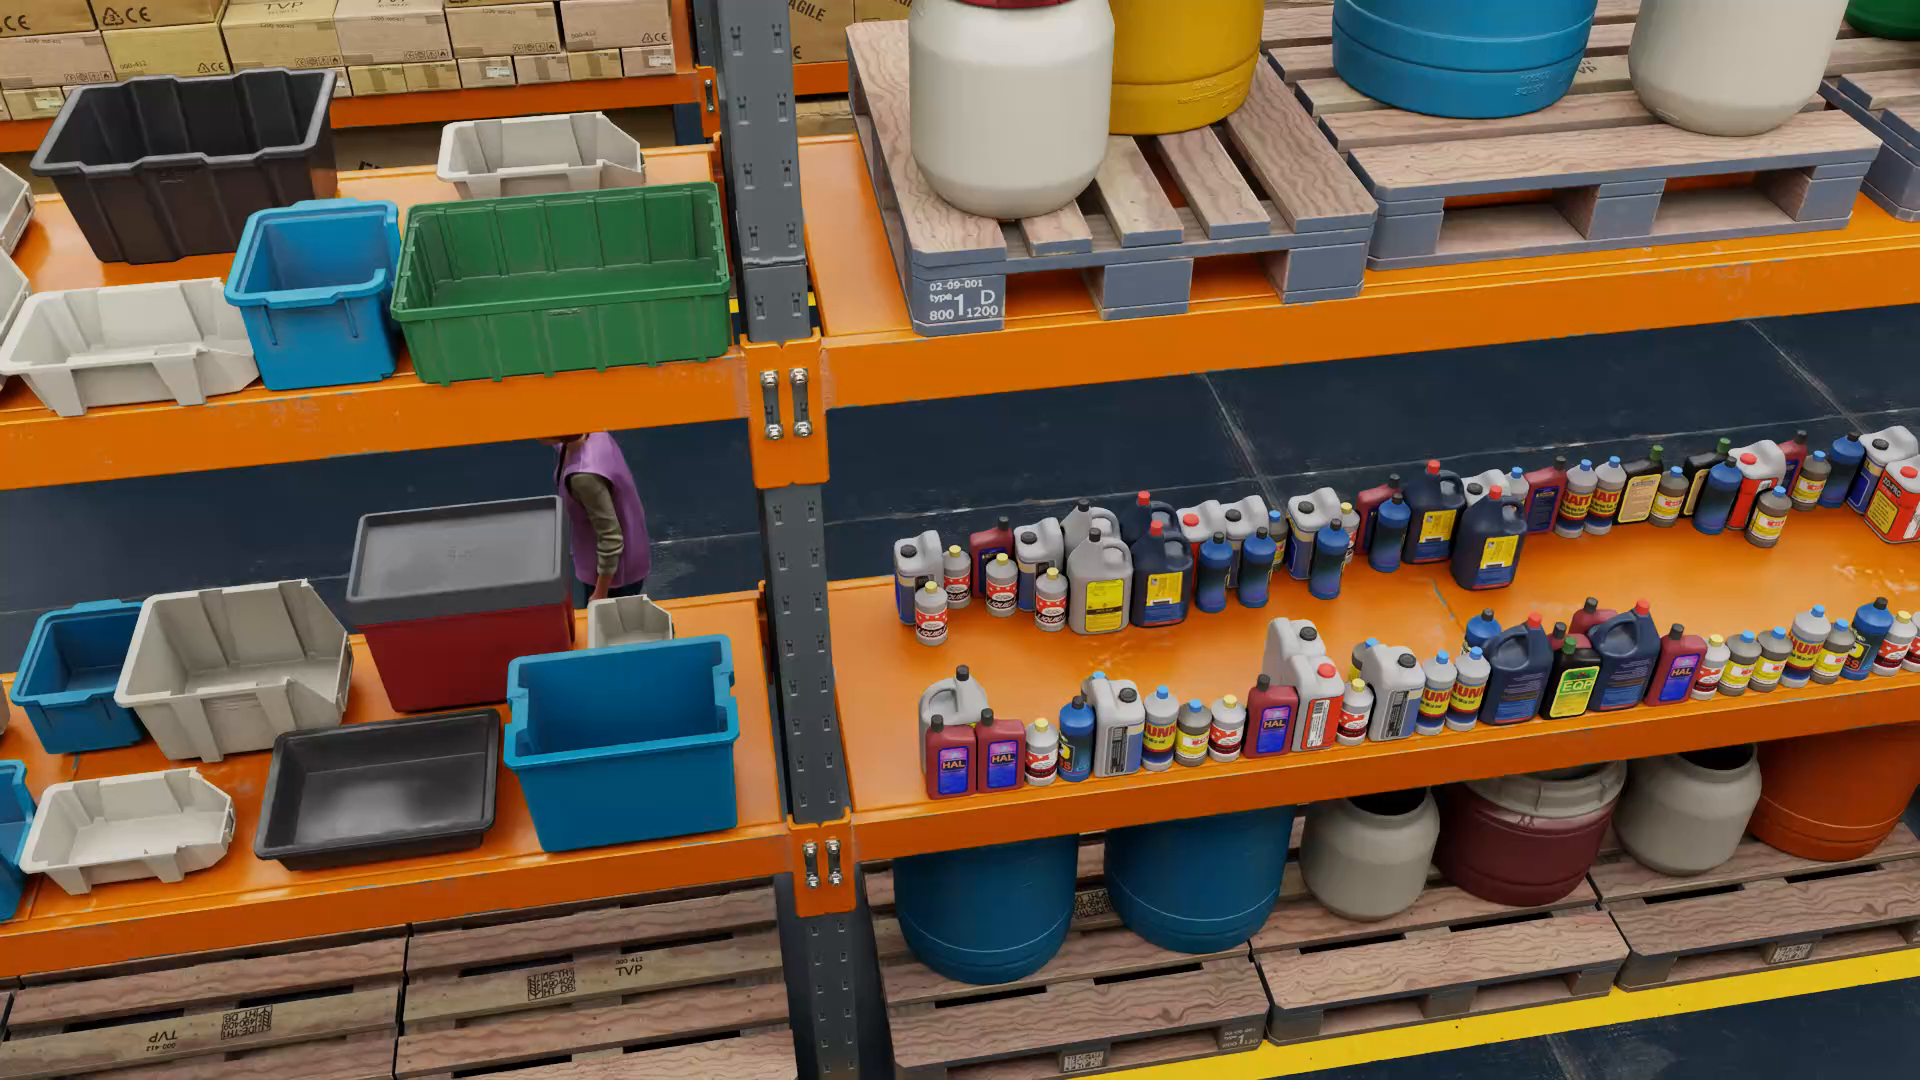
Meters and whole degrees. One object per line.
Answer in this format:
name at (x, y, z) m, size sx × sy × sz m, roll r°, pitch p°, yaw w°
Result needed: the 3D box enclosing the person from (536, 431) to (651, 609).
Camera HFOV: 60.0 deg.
person at (-1.300, 0.082, 6.061) m, size 0.343 × 1.593 × 0.463 m, roll -11°, pitch 40°, yaw -13°
